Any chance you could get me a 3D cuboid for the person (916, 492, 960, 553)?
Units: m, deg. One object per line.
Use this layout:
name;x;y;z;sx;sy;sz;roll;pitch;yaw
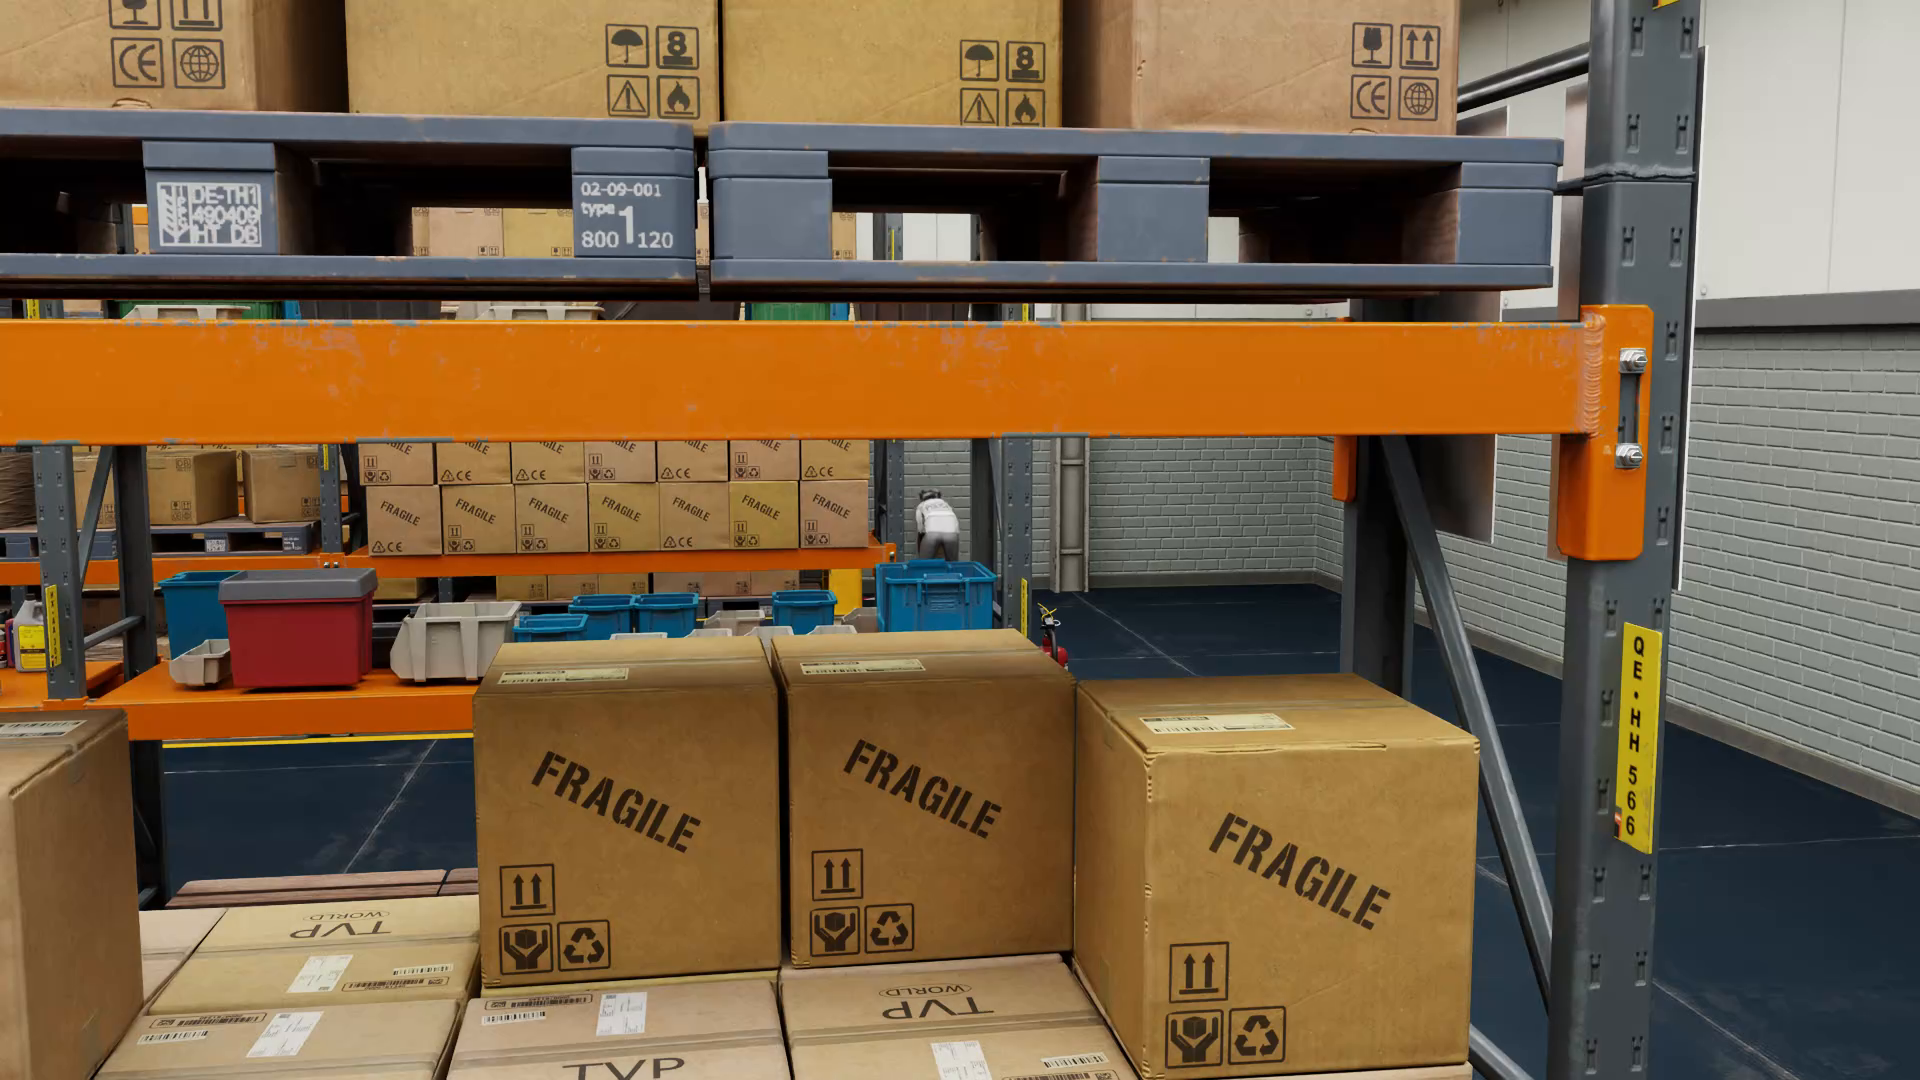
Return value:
person;-0.254;-0.096;17.810;0.411;0.802;0.844;-1;7;-11
